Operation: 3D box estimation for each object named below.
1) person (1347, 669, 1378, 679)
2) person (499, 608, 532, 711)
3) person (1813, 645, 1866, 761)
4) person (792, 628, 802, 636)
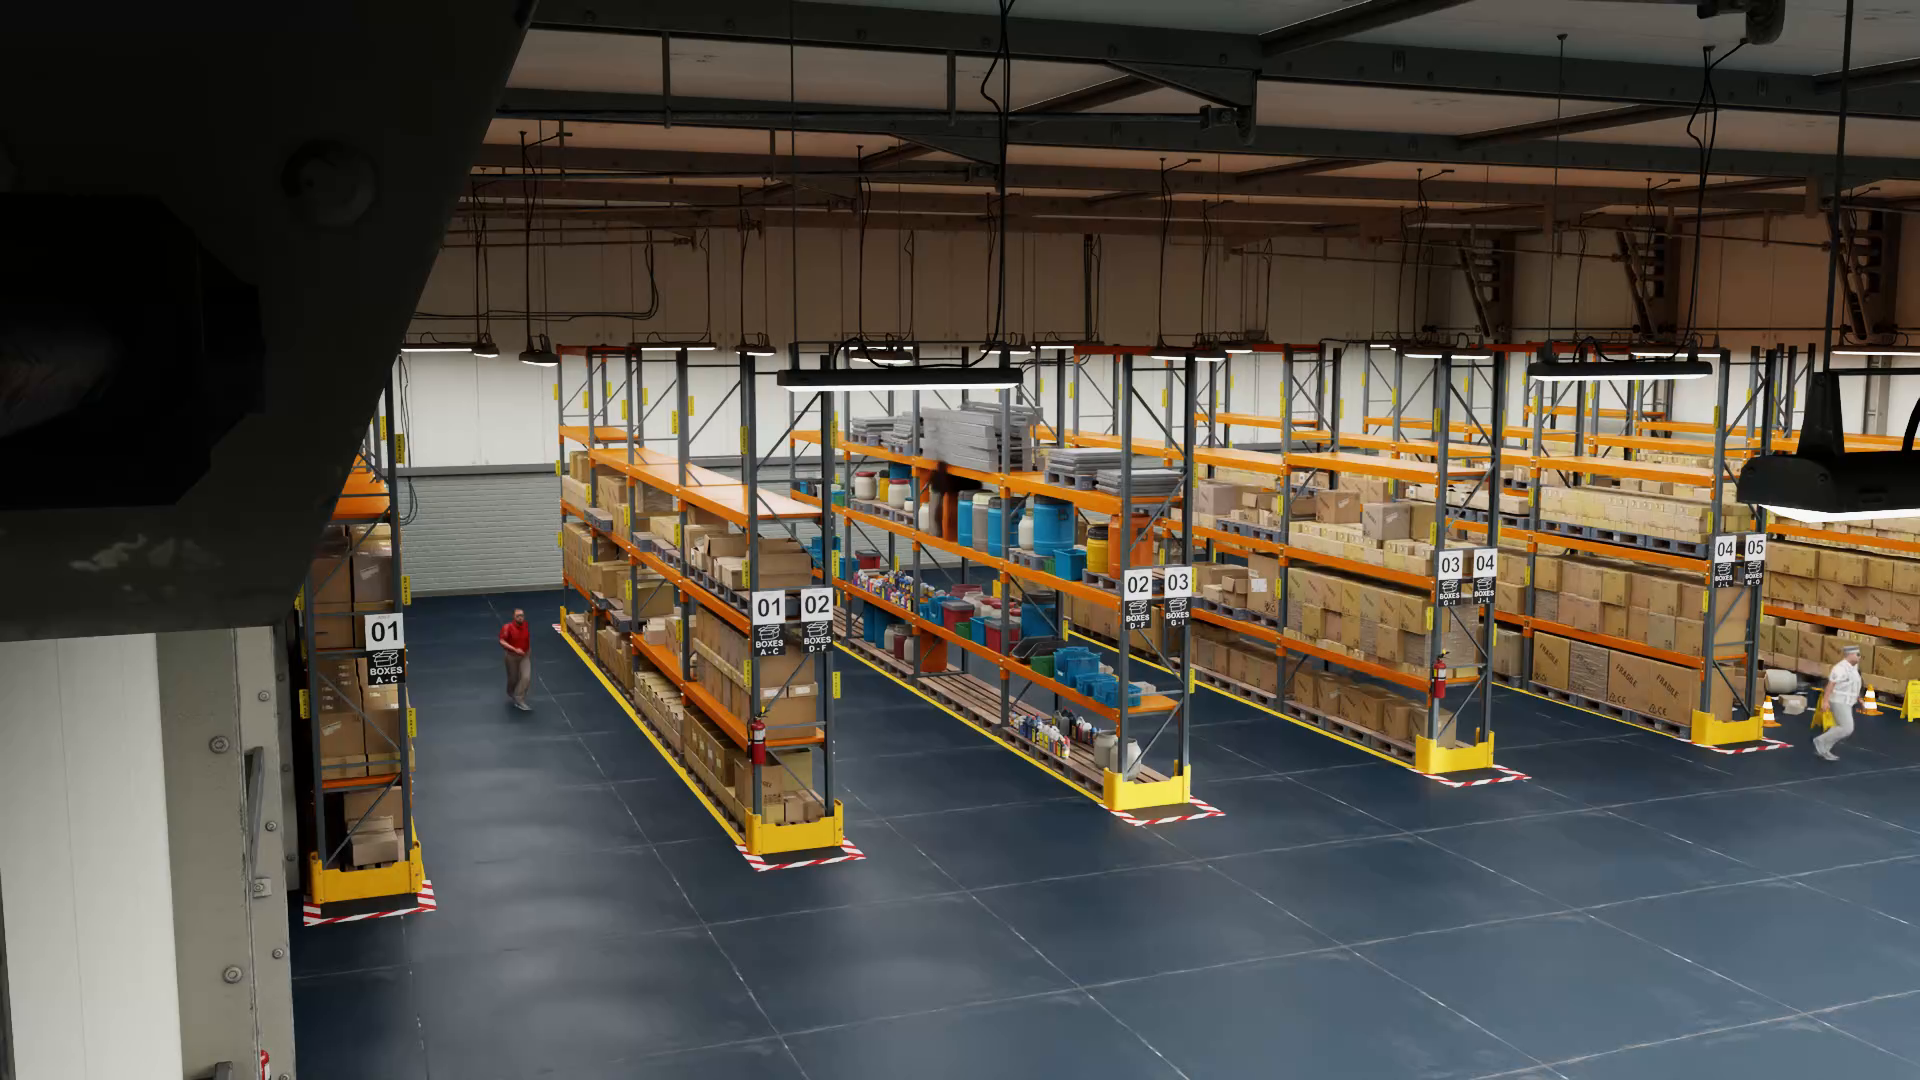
[{"bbox_3d":[7.427,1.727,30.075,0.704,1.605,0.627,-1,7,-9],"label":"person"},{"bbox_3d":[-7.448,1.964,27.783,0.639,1.704,0.844,-6,9,-39],"label":"person"},{"bbox_3d":[12.931,2.382,24.423,0.589,1.746,0.665,7,10,43],"label":"person"},{"bbox_3d":[-2.708,1.688,28.232,0.579,1.597,0.690,-5,9,-36],"label":"person"}]
